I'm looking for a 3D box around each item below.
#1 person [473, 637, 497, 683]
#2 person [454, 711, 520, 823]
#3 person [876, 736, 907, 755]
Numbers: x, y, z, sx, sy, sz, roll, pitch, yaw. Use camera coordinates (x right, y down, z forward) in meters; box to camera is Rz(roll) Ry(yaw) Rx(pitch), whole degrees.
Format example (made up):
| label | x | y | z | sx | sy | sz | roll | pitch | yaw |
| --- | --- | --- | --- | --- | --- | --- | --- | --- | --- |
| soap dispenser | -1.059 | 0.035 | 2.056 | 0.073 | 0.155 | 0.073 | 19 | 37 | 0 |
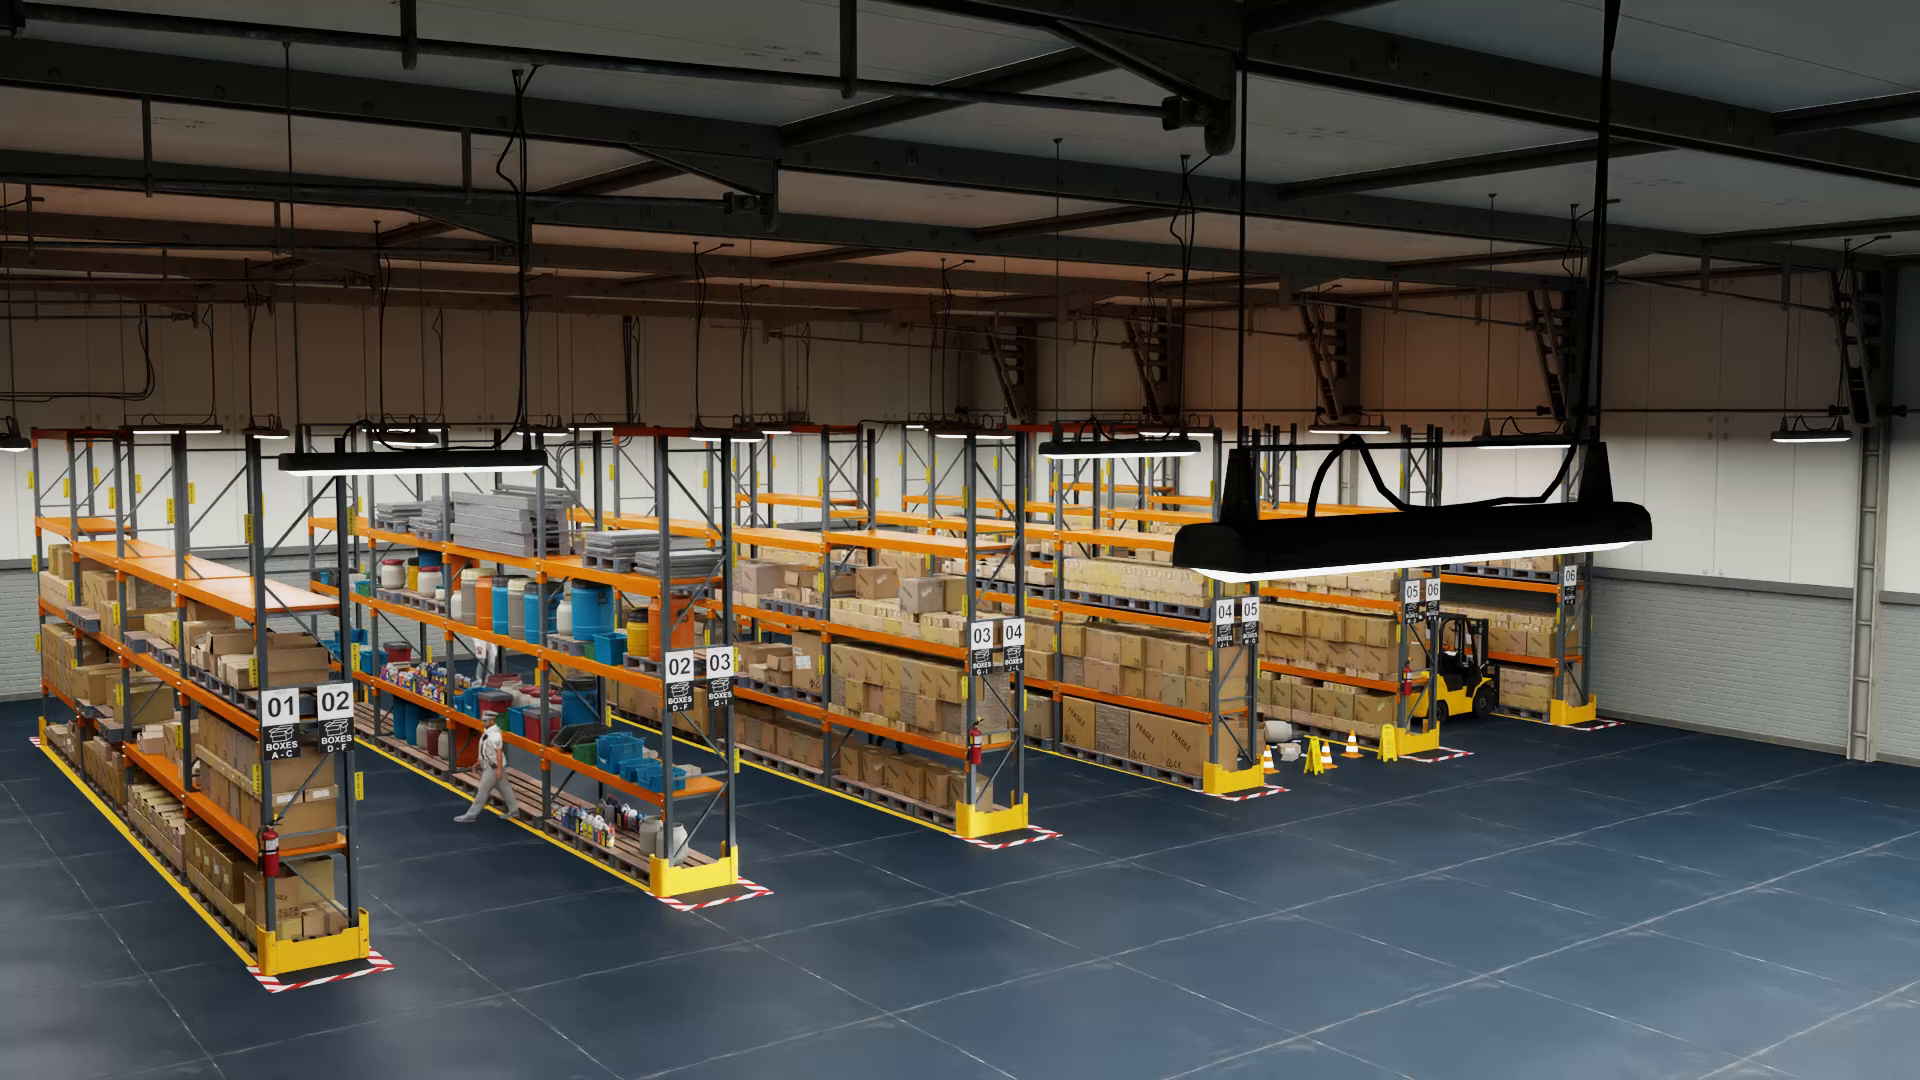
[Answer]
| label | x | y | z | sx | sy | sz | roll | pitch | yaw |
| --- | --- | --- | --- | --- | --- | --- | --- | --- | --- |
| person | -10.854 | 2.502 | 38.085 | 0.652 | 1.840 | 0.718 | -4 | 6 | -40 |
| person | -7.235 | 3.447 | 25.407 | 1.003 | 1.706 | 0.552 | -1 | 5 | -18 |
| person | -1.199 | 3.195 | 29.795 | 0.878 | 1.560 | 0.471 | 3 | 6 | 36 |
